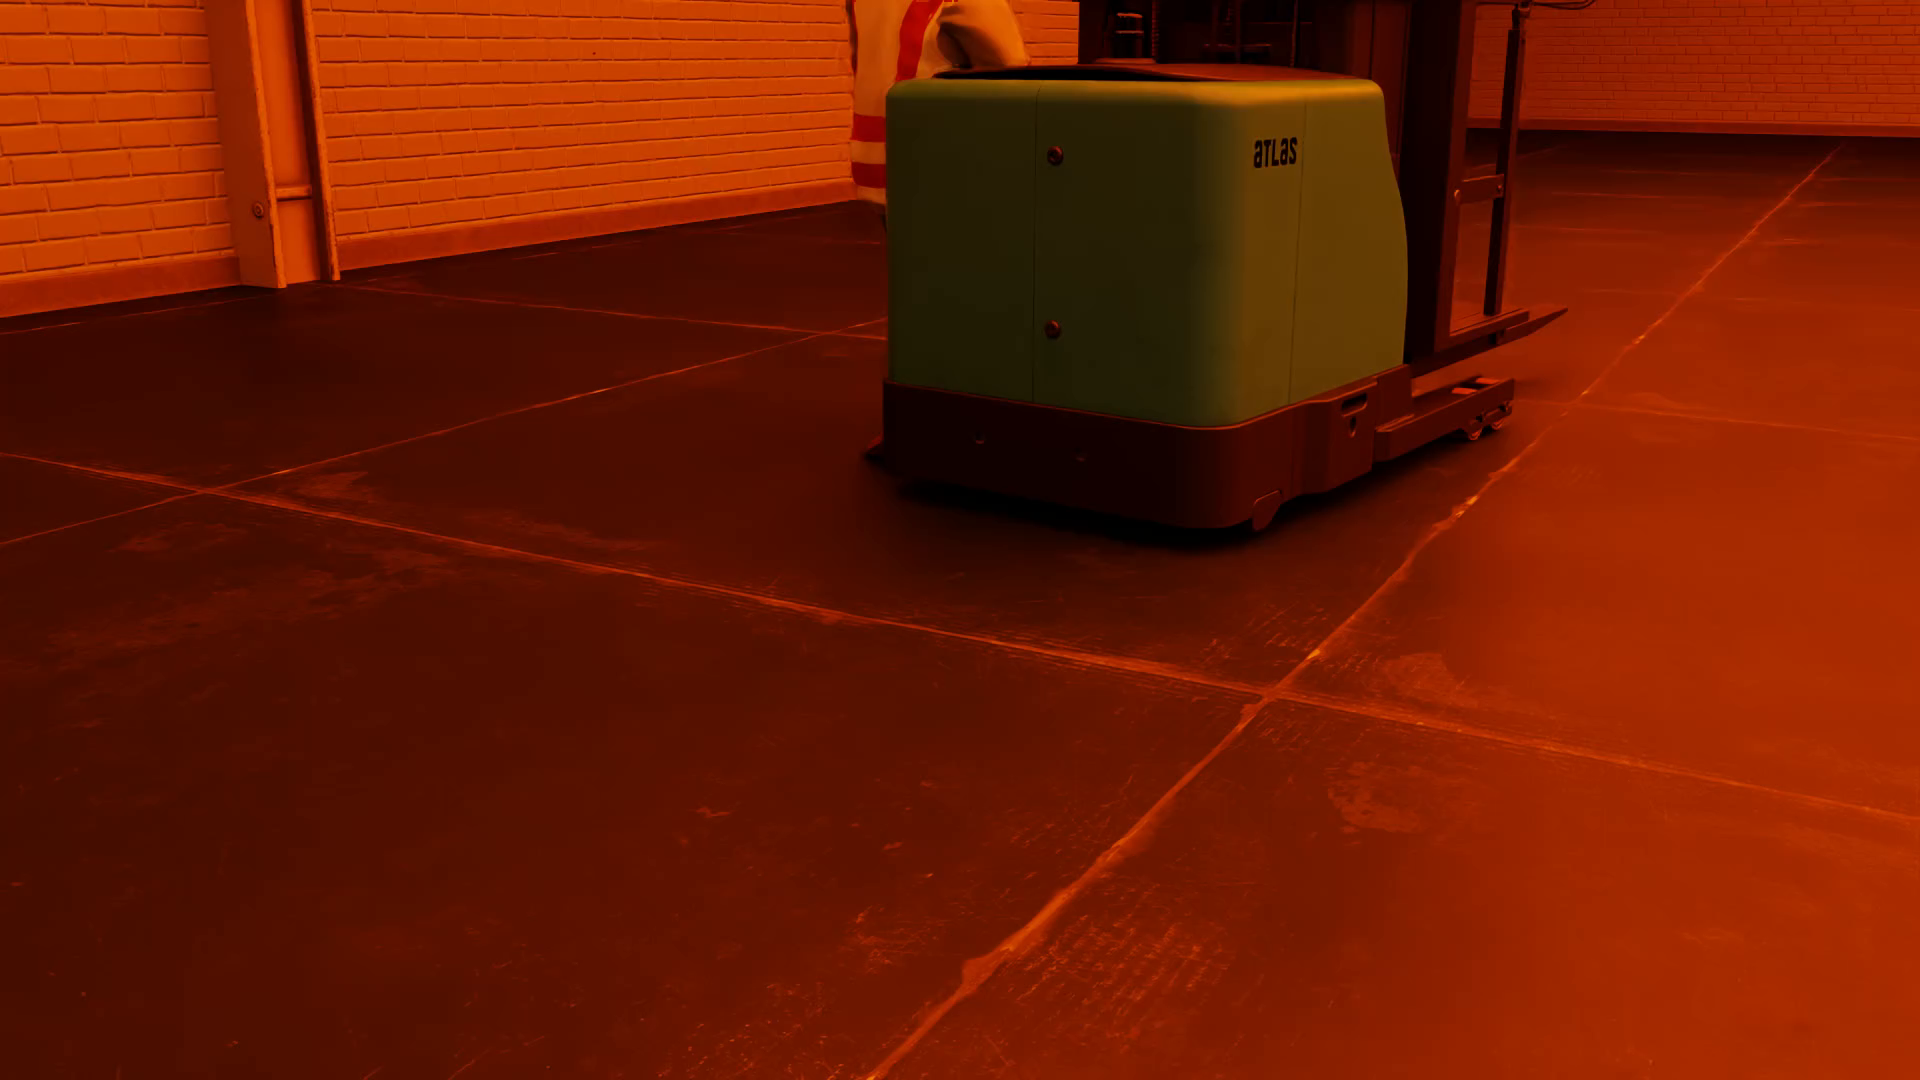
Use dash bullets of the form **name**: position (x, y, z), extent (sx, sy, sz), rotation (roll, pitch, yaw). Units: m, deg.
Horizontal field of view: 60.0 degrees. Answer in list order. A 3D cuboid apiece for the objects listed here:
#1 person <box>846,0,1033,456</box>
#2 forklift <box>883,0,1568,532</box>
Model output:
- **person**: position (0.031, -1.006, 4.554), extent (0.661, 1.661, 0.901), rotation (-11, 19, -32)
- **forklift**: position (1.087, -1.780, 4.896), extent (1.130, 2.935, 3.031), rotation (12, 20, 35)
